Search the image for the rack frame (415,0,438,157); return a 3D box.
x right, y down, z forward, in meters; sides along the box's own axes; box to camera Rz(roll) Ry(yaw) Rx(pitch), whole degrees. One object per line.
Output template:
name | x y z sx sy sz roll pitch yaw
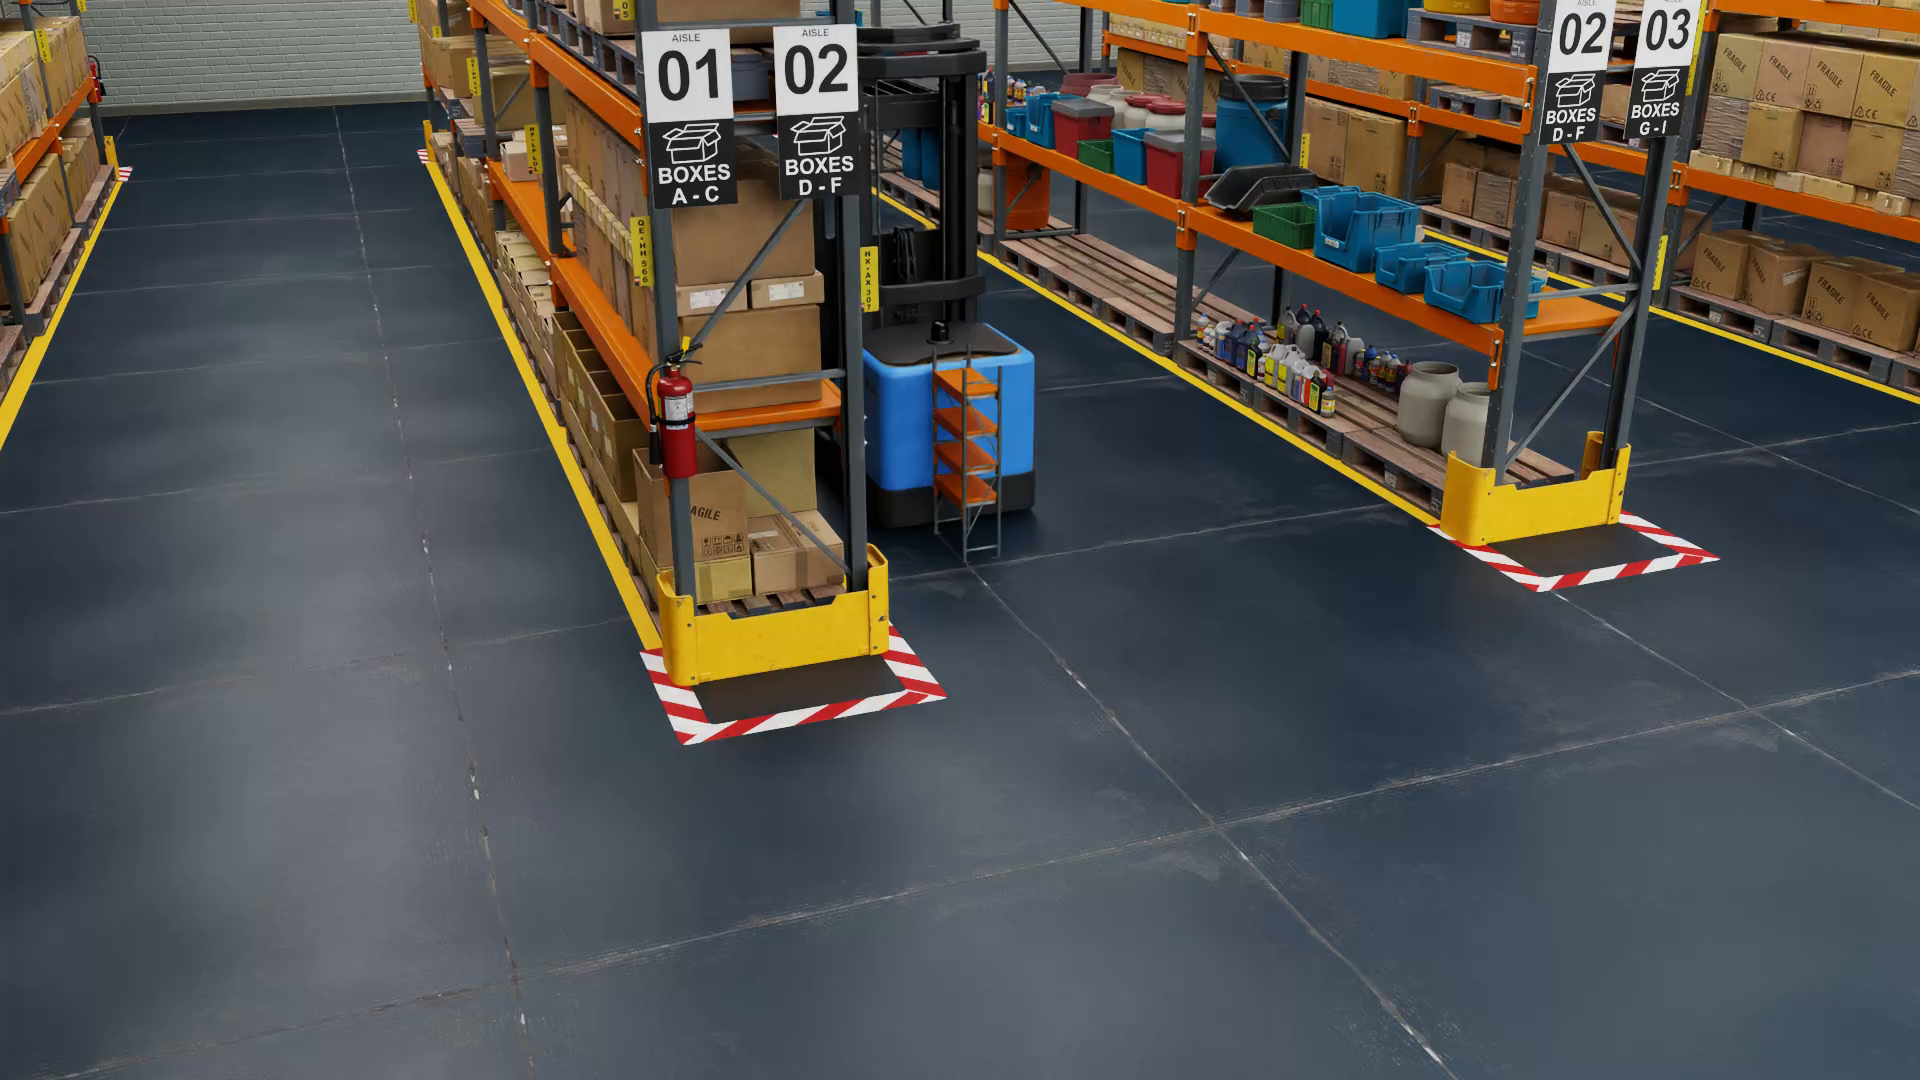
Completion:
rack frame | -6.627 -6.593 22.032 1.000 3.000 0.127 -8 24 -19

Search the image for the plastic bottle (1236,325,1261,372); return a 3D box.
plastic bottle | 2.211 -1.475 12.731 0.144 0.351 0.185 -9 25 -21

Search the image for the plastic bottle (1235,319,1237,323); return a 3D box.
plastic bottle | 2.189 -1.588 13.086 0.061 0.283 0.133 -8 24 -19

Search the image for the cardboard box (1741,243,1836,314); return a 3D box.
cardboard box | 7.195 -2.275 14.463 0.500 0.500 0.500 -1 23 -2

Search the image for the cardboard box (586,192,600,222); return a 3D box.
cardboard box | -2.112 -2.083 10.366 0.380 0.149 0.250 -9 25 -21

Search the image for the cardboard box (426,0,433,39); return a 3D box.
cardboard box | -5.996 -6.164 19.597 0.500 0.500 0.500 -8 24 -19

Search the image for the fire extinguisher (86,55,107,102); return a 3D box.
fire extinguisher | -10.881 -5.823 20.783 0.296 0.674 0.183 -8 24 -19

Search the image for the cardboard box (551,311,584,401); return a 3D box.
cardboard box | -2.517 -1.294 11.492 0.500 0.500 0.500 -8 24 -19

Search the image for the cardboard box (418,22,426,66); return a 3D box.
cardboard box | -6.717 -6.442 21.544 0.500 0.500 0.500 -8 24 -18

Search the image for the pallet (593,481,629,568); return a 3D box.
pallet | -1.711 -0.210 10.476 1.003 0.211 1.213 -8 24 -19

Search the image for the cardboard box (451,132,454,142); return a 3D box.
cardboard box | -5.882 -4.874 20.601 0.797 0.503 0.637 -8 24 -19

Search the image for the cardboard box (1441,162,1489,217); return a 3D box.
cardboard box | 5.724 -3.855 18.185 0.700 0.500 0.500 -10 25 -22

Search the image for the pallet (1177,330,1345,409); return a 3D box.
pallet | 2.446 -1.377 13.245 1.003 0.211 1.213 -8 24 -19

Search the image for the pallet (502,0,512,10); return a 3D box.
pallet | -3.079 -4.342 13.070 1.003 0.211 1.213 -7 24 -17

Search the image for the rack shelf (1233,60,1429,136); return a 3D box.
rack shelf | 4.762 -5.440 20.220 1.077 0.370 4.000 -8 24 -19

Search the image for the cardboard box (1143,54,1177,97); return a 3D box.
cardboard box | 3.265 -6.614 24.274 0.875 0.875 0.875 -8 24 -19

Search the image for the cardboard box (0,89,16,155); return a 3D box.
cardboard box | -8.542 -3.601 14.395 0.500 0.500 0.500 -8 24 -17

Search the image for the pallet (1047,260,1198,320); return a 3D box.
pallet | 1.499 -2.351 15.555 1.003 0.211 1.213 -8 24 -19

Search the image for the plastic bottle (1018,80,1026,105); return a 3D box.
plastic bottle | 0.677 -4.854 18.069 0.097 0.271 0.097 0 23 0

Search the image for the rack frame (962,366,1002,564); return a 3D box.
rack frame | 0.129 -0.428 9.720 0.240 1.200 0.015 -9 24 -20

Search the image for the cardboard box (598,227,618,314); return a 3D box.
cardboard box | -1.859 -1.745 10.400 0.700 0.500 0.500 -8 24 -18

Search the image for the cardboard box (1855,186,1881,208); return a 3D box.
cardboard box | 7.349 -2.728 13.184 0.380 0.149 0.250 -8 24 -19

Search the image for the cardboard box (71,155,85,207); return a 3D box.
cardboard box | -10.189 -3.969 18.484 0.700 0.500 0.500 -9 24 -20

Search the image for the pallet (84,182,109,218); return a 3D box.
pallet | -10.477 -3.905 19.244 1.003 0.211 1.213 -8 24 -19

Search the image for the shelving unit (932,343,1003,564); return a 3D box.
shelving unit | 0.040 -0.516 9.929 0.258 1.200 0.503 -9 24 -20

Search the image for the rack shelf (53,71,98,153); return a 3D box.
rack shelf | -10.553 -4.854 18.831 1.077 0.370 4.000 -8 24 -19

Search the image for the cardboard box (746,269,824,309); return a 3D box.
cardboard box | -0.912 -1.297 8.501 0.380 0.149 0.250 -9 24 -19

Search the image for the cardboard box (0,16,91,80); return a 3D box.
cardboard box | -11.070 -5.867 19.921 0.980 0.700 0.700 -7 24 -17

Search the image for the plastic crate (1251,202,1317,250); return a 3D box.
plastic crate | 2.463 -2.282 12.075 0.450 0.188 0.662 -8 24 -19

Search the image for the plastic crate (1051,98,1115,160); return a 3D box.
plastic crate | 1.119 -3.765 15.239 0.402 0.464 0.583 -8 24 -19

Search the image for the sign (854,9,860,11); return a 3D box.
sign | -1.483 -7.428 23.802 0.100 0.325 0.005 -8 24 -19

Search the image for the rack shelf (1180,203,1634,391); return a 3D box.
rack shelf | 2.954 -1.853 11.711 1.077 0.370 4.000 -8 24 -19

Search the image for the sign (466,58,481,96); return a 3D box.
sign | -4.305 -4.106 14.741 0.100 0.325 0.005 -8 24 -19

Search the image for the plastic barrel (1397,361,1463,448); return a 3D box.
plastic barrel | 3.180 -0.916 11.224 0.421 0.512 0.421 0 23 0

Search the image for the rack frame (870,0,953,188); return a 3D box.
rack frame | -0.578 -5.818 20.193 1.000 3.000 0.127 -8 24 -19

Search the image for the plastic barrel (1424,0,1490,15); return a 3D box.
plastic barrel | 3.139 -3.517 10.088 0.600 0.588 0.600 0 23 0

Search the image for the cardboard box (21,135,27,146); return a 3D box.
cardboard box | -9.055 -3.801 15.704 0.380 0.149 0.250 -9 24 -20

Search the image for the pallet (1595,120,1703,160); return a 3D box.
pallet | 6.747 -3.800 15.652 1.003 0.211 1.213 -8 24 -19

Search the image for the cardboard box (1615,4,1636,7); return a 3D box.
cardboard box | 8.718 -7.002 22.018 0.380 0.149 0.250 -9 24 -20

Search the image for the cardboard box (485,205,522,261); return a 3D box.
cardboard box | -4.351 -3.045 16.265 0.500 0.500 0.500 -7 24 -17

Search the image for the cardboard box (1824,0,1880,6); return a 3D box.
cardboard box | 7.158 -4.332 12.997 0.500 0.250 0.500 -9 25 -21

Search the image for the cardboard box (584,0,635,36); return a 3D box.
cardboard box | -1.628 -2.733 8.483 0.500 0.250 0.500 -8 24 -19

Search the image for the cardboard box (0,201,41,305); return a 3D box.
cardboard box | -8.571 -2.494 14.532 0.750 0.750 0.750 -9 24 -20

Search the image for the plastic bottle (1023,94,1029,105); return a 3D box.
plastic bottle | 0.711 -4.619 17.603 0.097 0.201 0.097 0 23 0

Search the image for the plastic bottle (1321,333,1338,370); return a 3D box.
plastic bottle | 2.840 -1.458 12.777 0.061 0.283 0.133 -8 24 -19

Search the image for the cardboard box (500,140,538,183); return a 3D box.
cardboard box | -3.666 -3.294 14.318 0.500 0.311 0.500 -9 24 -20

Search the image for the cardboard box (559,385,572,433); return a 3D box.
cardboard box | -2.507 -0.950 11.641 0.500 0.250 0.500 -8 24 -19

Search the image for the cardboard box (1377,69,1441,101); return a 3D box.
cardboard box | 5.062 -5.236 18.682 0.500 0.500 0.500 -8 24 -17

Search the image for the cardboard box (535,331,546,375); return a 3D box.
cardboard box | -2.982 -1.455 12.839 0.500 0.250 0.500 -9 24 -20

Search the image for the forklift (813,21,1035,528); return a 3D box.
forklift | -0.530 -1.969 11.149 1.130 2.935 3.031 -9 24 -20

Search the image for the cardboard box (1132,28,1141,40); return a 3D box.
cardboard box | 2.735 -7.381 24.223 0.380 0.149 0.250 -9 24 -20

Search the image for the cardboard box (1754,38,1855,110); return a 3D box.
cardboard box | 6.981 -3.855 13.736 0.500 0.500 0.500 -8 24 -19

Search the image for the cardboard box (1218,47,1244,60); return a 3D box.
cardboard box | 3.641 -6.448 22.010 0.380 0.149 0.250 -8 24 -19

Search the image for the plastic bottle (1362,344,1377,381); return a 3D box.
plastic bottle | 3.084 -1.340 12.513 0.097 0.271 0.097 0 23 0
